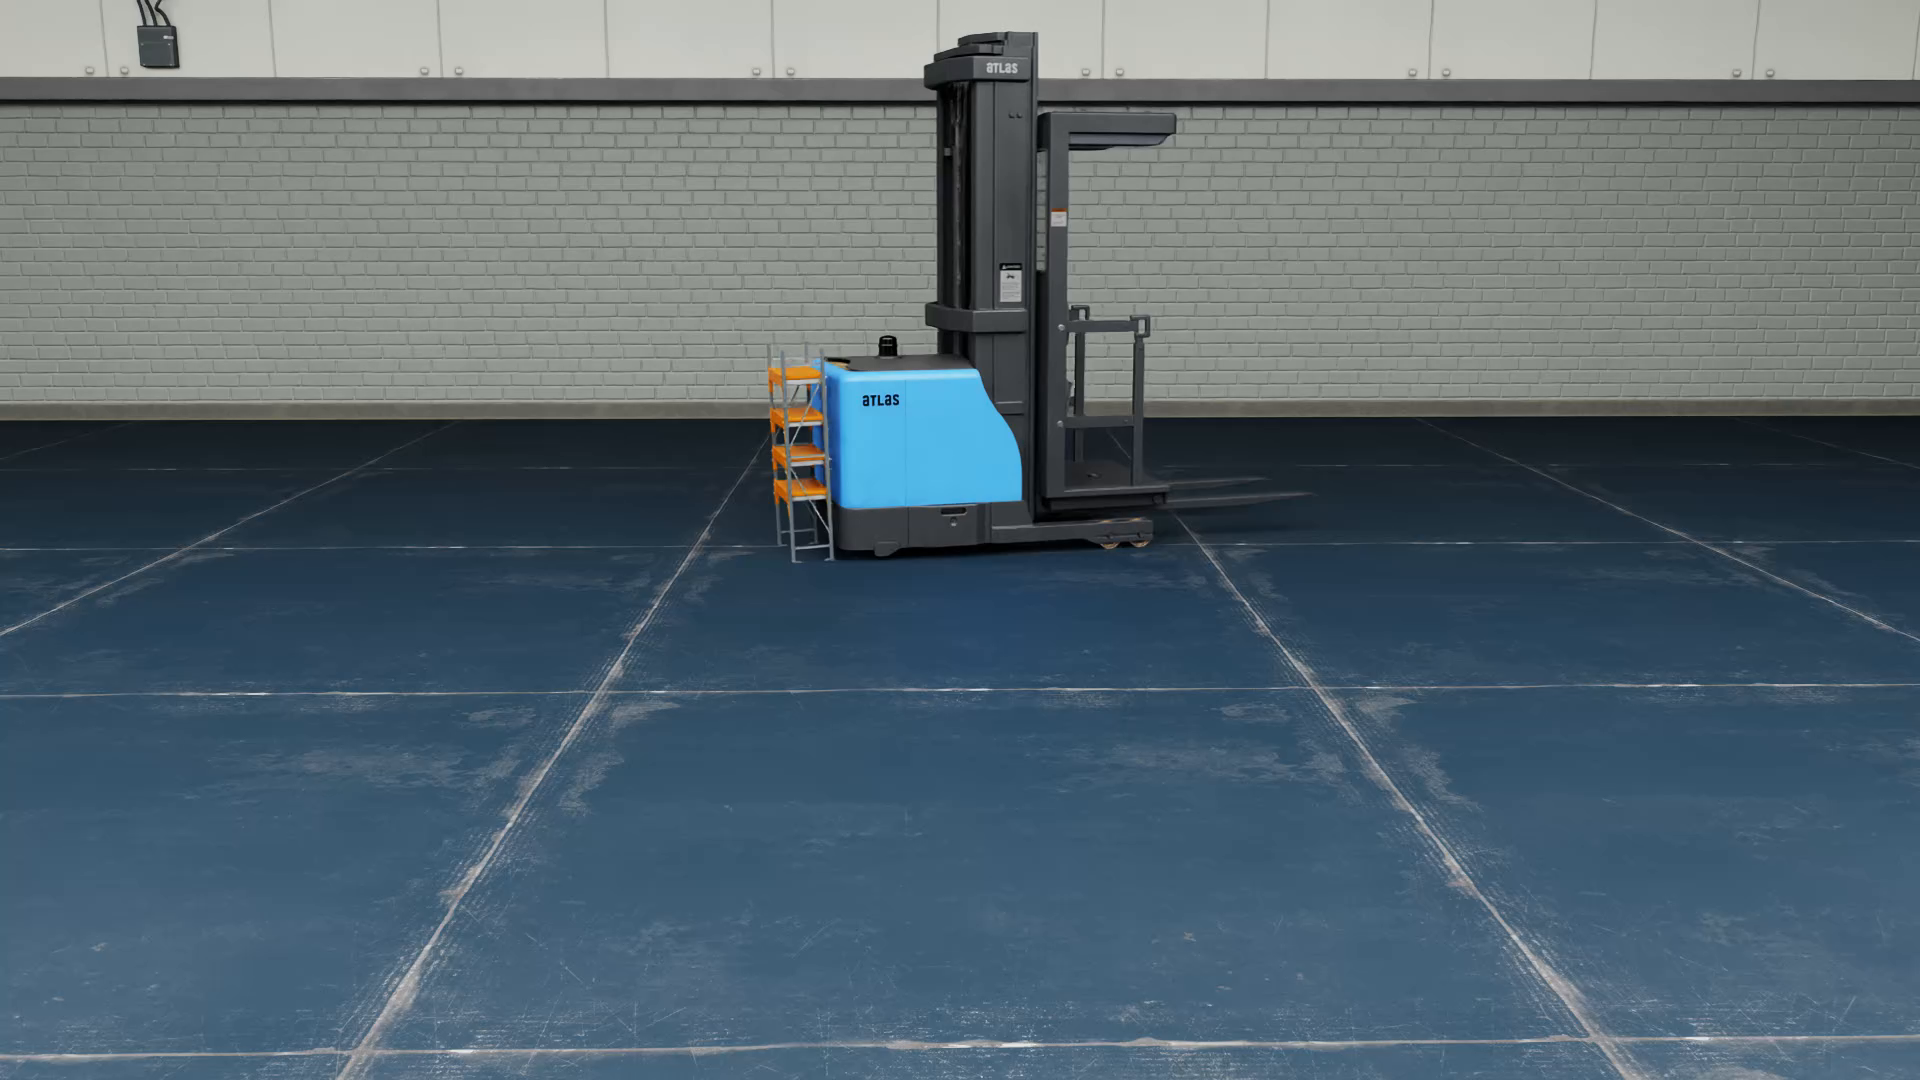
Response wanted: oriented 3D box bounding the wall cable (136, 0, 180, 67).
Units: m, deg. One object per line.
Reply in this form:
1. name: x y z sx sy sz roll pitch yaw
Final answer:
1. wall cable: -6.192 -7.199 14.359 2.305 6.003 0.169 0 11 -1

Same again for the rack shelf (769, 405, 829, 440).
1. rack shelf: -0.924 -0.666 9.519 0.258 0.148 0.480 -5 12 -15

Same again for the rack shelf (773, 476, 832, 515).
1. rack shelf: -0.911 -0.254 9.606 0.258 0.148 0.480 -5 12 -15

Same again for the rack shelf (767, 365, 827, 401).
1. rack shelf: -0.931 -0.898 9.470 0.258 0.148 0.480 -5 12 -15

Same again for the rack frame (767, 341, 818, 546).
1. rack frame: -0.984 -0.560 9.781 0.240 1.200 0.015 -5 12 -15

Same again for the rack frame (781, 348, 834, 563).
1. rack frame: -0.854 -0.467 9.320 0.240 1.200 0.015 -5 12 -15

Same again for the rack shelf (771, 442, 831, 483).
1. rack shelf: -0.917 -0.448 9.565 0.258 0.148 0.480 -5 12 -15

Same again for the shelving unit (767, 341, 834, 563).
1. shelving unit: -0.919 -0.513 9.551 0.258 1.200 0.503 -5 12 -15

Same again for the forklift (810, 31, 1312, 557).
1. forklift: 0.649 -1.484 10.002 3.031 2.935 1.130 -3 12 -16
